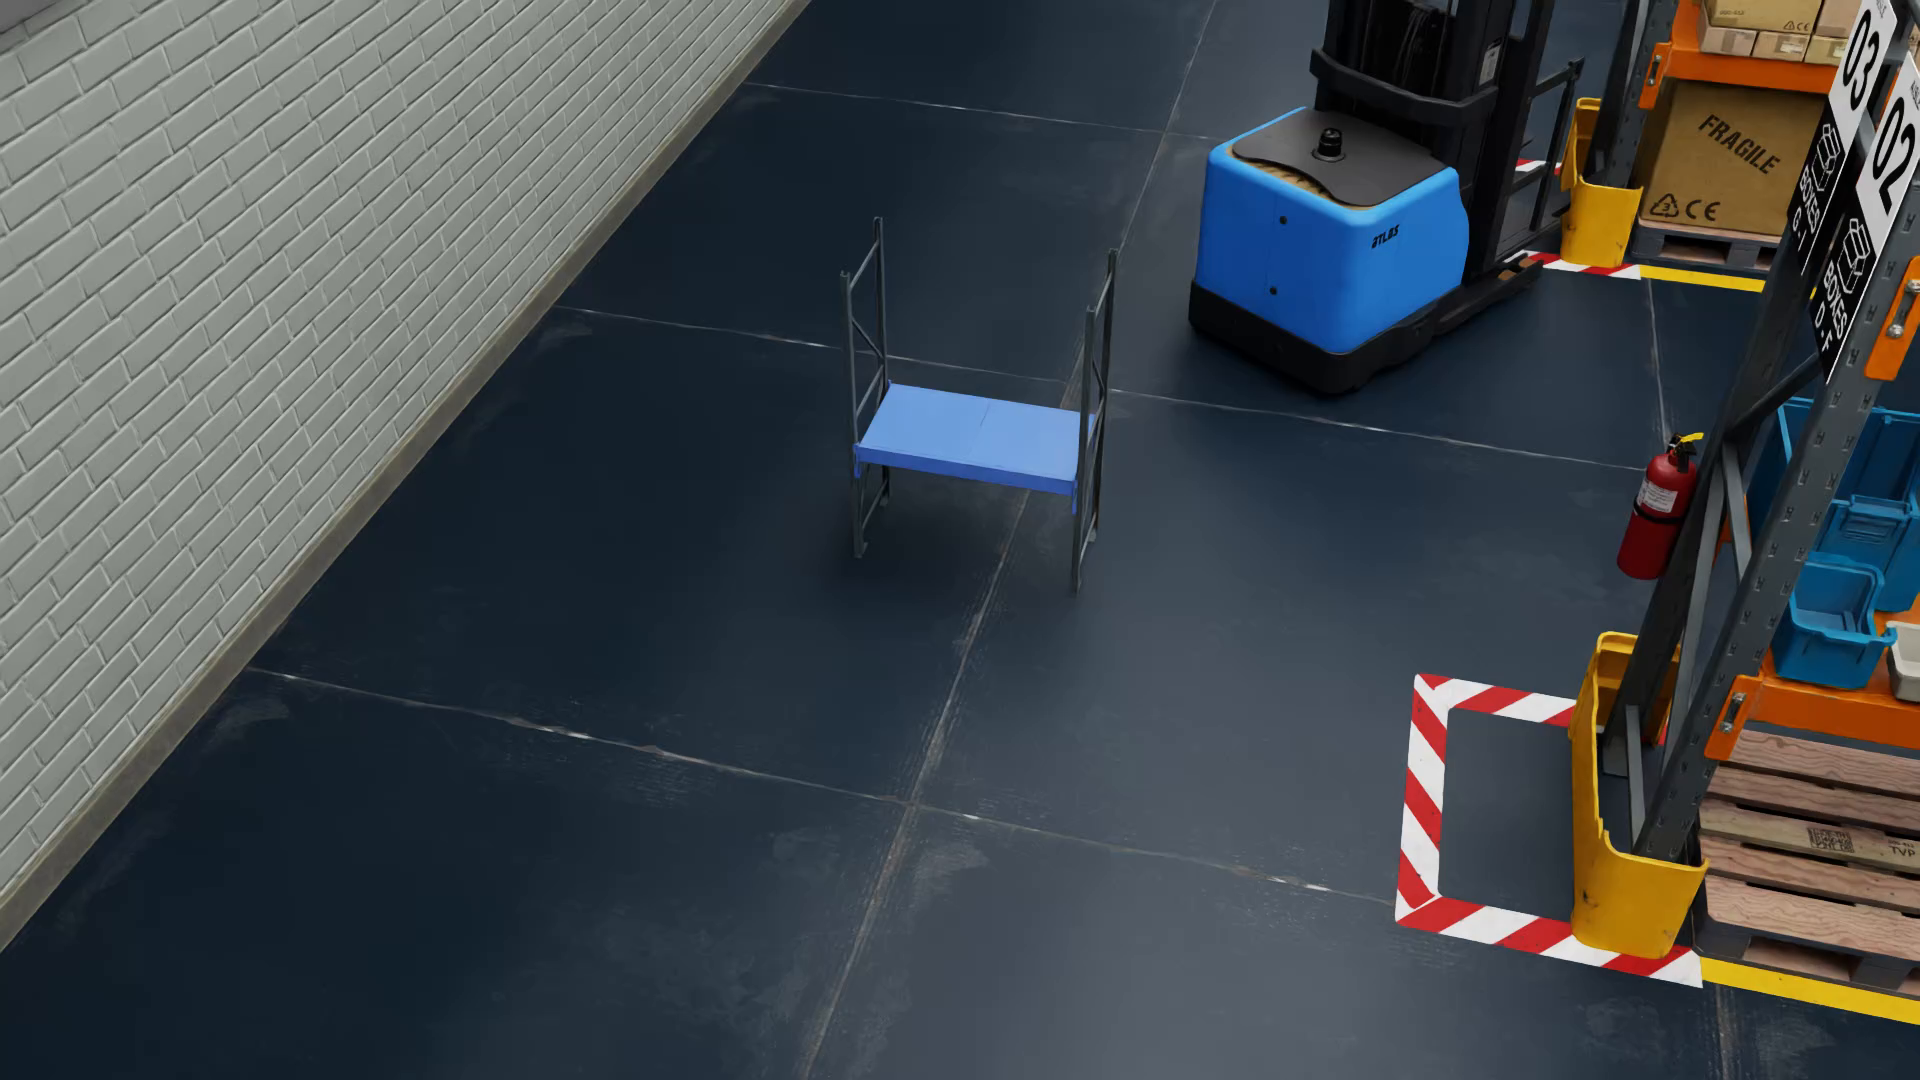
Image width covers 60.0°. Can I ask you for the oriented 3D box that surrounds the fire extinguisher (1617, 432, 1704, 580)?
[{"bbox_3d":[2.534,-0.160,5.983,0.183,0.674,0.296,10,41,11],"label":"fire extinguisher"}]

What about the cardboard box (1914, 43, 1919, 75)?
[{"bbox_3d":[5.094,-2.573,8.701,0.250,0.149,0.380,9,41,11],"label":"cardboard box"}]

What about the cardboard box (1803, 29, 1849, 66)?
[{"bbox_3d":[4.596,-2.658,8.803,0.250,0.149,0.380,9,41,10],"label":"cardboard box"}]

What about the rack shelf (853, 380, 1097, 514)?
[{"bbox_3d":[0.082,-0.422,7.391,1.000,0.185,0.538,10,41,11],"label":"rack shelf"}]

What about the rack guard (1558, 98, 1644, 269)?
[{"bbox_3d":[3.820,-2.149,9.945,0.348,0.500,1.175,10,41,11],"label":"rack guard"}]

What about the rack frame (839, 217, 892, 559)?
[{"bbox_3d":[-0.409,-0.645,7.376,0.032,1.500,0.500,10,41,11],"label":"rack frame"}]

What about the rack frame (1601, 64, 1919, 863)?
[{"bbox_3d":[2.562,-0.025,5.473,0.127,3.000,1.000,10,41,11],"label":"rack frame"}]

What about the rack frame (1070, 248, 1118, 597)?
[{"bbox_3d":[0.573,-0.476,7.175,0.032,1.500,0.500,10,41,11],"label":"rack frame"}]

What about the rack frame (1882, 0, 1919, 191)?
[{"bbox_3d":[2.562,-2.323,3.543,0.127,3.000,1.000,10,41,11],"label":"rack frame"}]

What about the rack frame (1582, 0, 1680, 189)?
[{"bbox_3d":[3.843,-3.103,9.136,0.127,3.000,1.000,10,41,11],"label":"rack frame"}]

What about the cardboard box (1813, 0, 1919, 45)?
[{"bbox_3d":[4.741,-2.829,8.696,0.500,0.250,0.500,9,41,11],"label":"cardboard box"}]

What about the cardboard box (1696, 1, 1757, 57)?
[{"bbox_3d":[4.100,-2.742,8.903,0.250,0.149,0.380,10,41,12],"label":"cardboard box"}]

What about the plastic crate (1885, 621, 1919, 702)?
[{"bbox_3d":[3.004,0.403,5.121,0.298,0.136,0.250,10,41,11],"label":"plastic crate"}]

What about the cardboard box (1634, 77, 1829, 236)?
[{"bbox_3d":[4.482,-2.393,9.617,0.875,0.875,0.875,10,41,11],"label":"cardboard box"}]

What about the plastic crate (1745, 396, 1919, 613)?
[{"bbox_3d":[2.934,-0.122,5.514,0.499,0.435,0.616,10,41,11],"label":"plastic crate"}]

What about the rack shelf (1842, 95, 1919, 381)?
[{"bbox_3d":[4.494,-0.566,4.343,4.000,0.370,1.077,10,41,11],"label":"rack shelf"}]

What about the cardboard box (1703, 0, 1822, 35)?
[{"bbox_3d":[4.237,-2.912,8.794,0.500,0.250,0.500,9,41,10],"label":"cardboard box"}]

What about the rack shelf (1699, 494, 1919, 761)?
[{"bbox_3d":[4.494,0.582,5.308,4.000,0.370,1.077,10,41,11],"label":"rack shelf"}]

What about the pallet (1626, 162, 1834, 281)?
[{"bbox_3d":[4.635,-1.950,9.933,1.213,0.211,1.003,10,41,11],"label":"pallet"}]

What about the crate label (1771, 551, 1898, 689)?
[{"bbox_3d":[2.716,0.261,5.215,0.303,0.233,0.416,10,41,11],"label":"crate label"}]

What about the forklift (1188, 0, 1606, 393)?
[{"bbox_3d":[2.677,-2.699,8.710,3.031,2.935,1.130,-31,49,-31],"label":"forklift"}]

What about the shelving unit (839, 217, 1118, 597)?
[{"bbox_3d":[0.082,-0.560,7.275,1.048,1.500,0.538,10,41,11],"label":"shelving unit"}]

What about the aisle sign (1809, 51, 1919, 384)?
[{"bbox_3d":[2.416,-0.848,4.431,0.004,0.787,0.394,10,41,11],"label":"aisle sign"}]

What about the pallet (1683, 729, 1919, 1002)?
[{"bbox_3d":[3.349,1.204,6.177,1.213,0.211,1.003,10,41,11],"label":"pallet"}]

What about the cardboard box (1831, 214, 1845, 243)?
[{"bbox_3d":[5.361,-2.242,9.437,0.875,0.875,0.875,10,41,11],"label":"cardboard box"}]

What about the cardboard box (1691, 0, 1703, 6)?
[{"bbox_3d":[4.272,-3.152,9.390,0.250,0.149,0.380,11,41,12],"label":"cardboard box"}]

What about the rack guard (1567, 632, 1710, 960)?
[{"bbox_3d":[2.536,0.936,6.272,0.348,0.500,1.175,10,41,11],"label":"rack guard"}]

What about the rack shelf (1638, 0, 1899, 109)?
[{"bbox_3d":[5.775,-2.495,8.972,4.000,0.370,1.077,10,41,11],"label":"rack shelf"}]

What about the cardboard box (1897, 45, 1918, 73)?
[{"bbox_3d":[4.848,-2.616,8.752,0.250,0.149,0.380,9,41,11],"label":"cardboard box"}]

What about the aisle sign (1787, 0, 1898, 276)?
[{"bbox_3d":[2.569,-1.215,4.867,0.004,0.787,0.394,10,41,11],"label":"aisle sign"}]

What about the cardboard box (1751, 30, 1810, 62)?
[{"bbox_3d":[4.349,-2.701,8.853,0.250,0.149,0.380,9,41,11],"label":"cardboard box"}]
